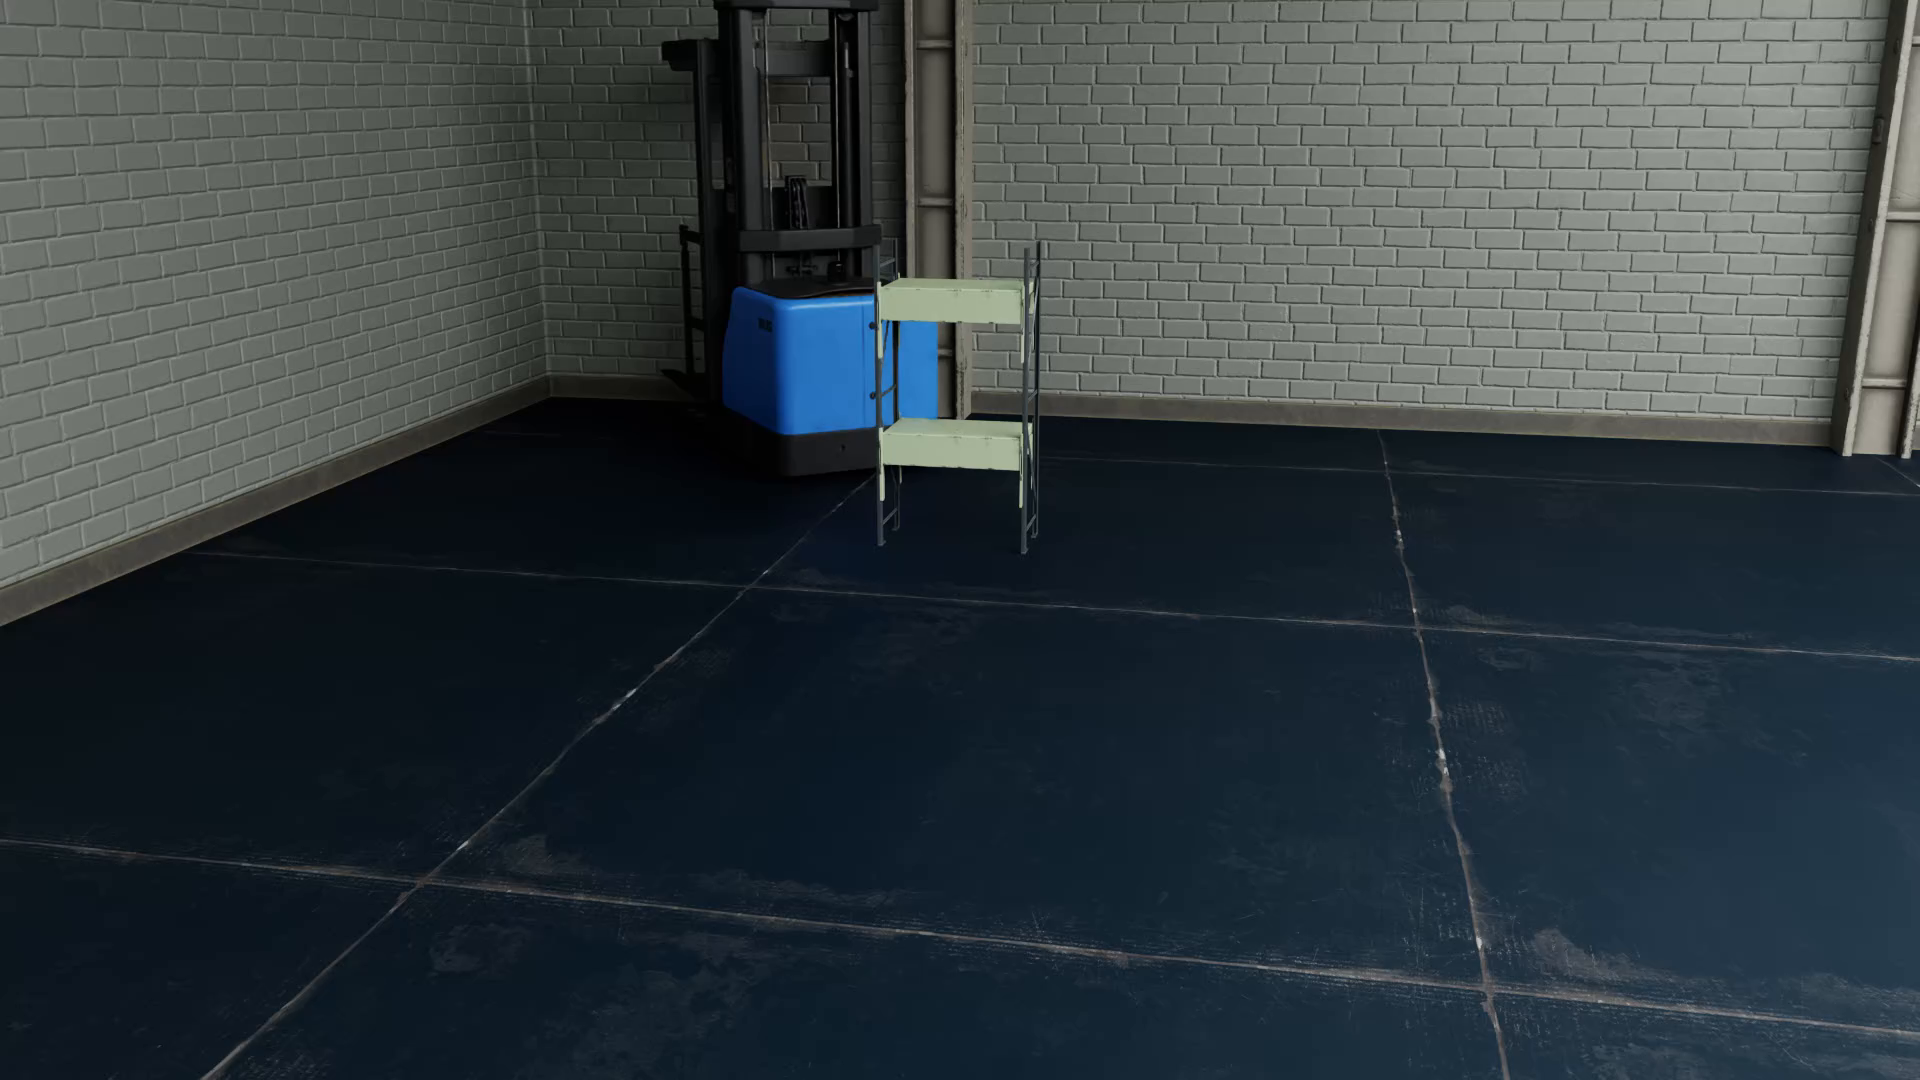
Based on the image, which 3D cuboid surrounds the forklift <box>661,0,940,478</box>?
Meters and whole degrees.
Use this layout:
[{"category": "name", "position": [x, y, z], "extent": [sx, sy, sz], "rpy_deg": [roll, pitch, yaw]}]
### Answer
[{"category": "forklift", "position": [-1.217, -2.122, 10.661], "extent": [1.130, 2.935, 3.031], "rpy_deg": [-7, 17, -25]}]

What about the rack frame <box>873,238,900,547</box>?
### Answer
[{"category": "rack frame", "position": [-0.365, -0.743, 8.363], "extent": [0.023, 1.500, 0.400], "rpy_deg": [3, 16, 11]}]

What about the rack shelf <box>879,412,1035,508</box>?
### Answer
[{"category": "rack shelf", "position": [-0.007, -0.409, 8.380], "extent": [0.720, 0.370, 0.431], "rpy_deg": [3, 16, 11]}]

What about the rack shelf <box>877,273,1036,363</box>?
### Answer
[{"category": "rack shelf", "position": [-0.007, -1.099, 8.189], "extent": [0.720, 0.370, 0.431], "rpy_deg": [3, 16, 11]}]

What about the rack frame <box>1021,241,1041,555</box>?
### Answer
[{"category": "rack frame", "position": [0.352, -0.704, 8.223], "extent": [0.023, 1.500, 0.400], "rpy_deg": [3, 16, 11]}]

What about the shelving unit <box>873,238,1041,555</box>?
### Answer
[{"category": "shelving unit", "position": [-0.007, -0.723, 8.293], "extent": [0.755, 1.500, 0.431], "rpy_deg": [3, 16, 11]}]

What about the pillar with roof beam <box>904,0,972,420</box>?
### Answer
[{"category": "pillar with roof beam", "position": [-1.000, -4.087, 6.388], "extent": [0.400, 9.000, 9.100], "rpy_deg": [3, 16, 11]}]

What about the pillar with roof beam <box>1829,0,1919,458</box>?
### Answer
[{"category": "pillar with roof beam", "position": [4.880, -3.768, 5.236], "extent": [0.400, 9.000, 9.100], "rpy_deg": [3, 16, 11]}]
